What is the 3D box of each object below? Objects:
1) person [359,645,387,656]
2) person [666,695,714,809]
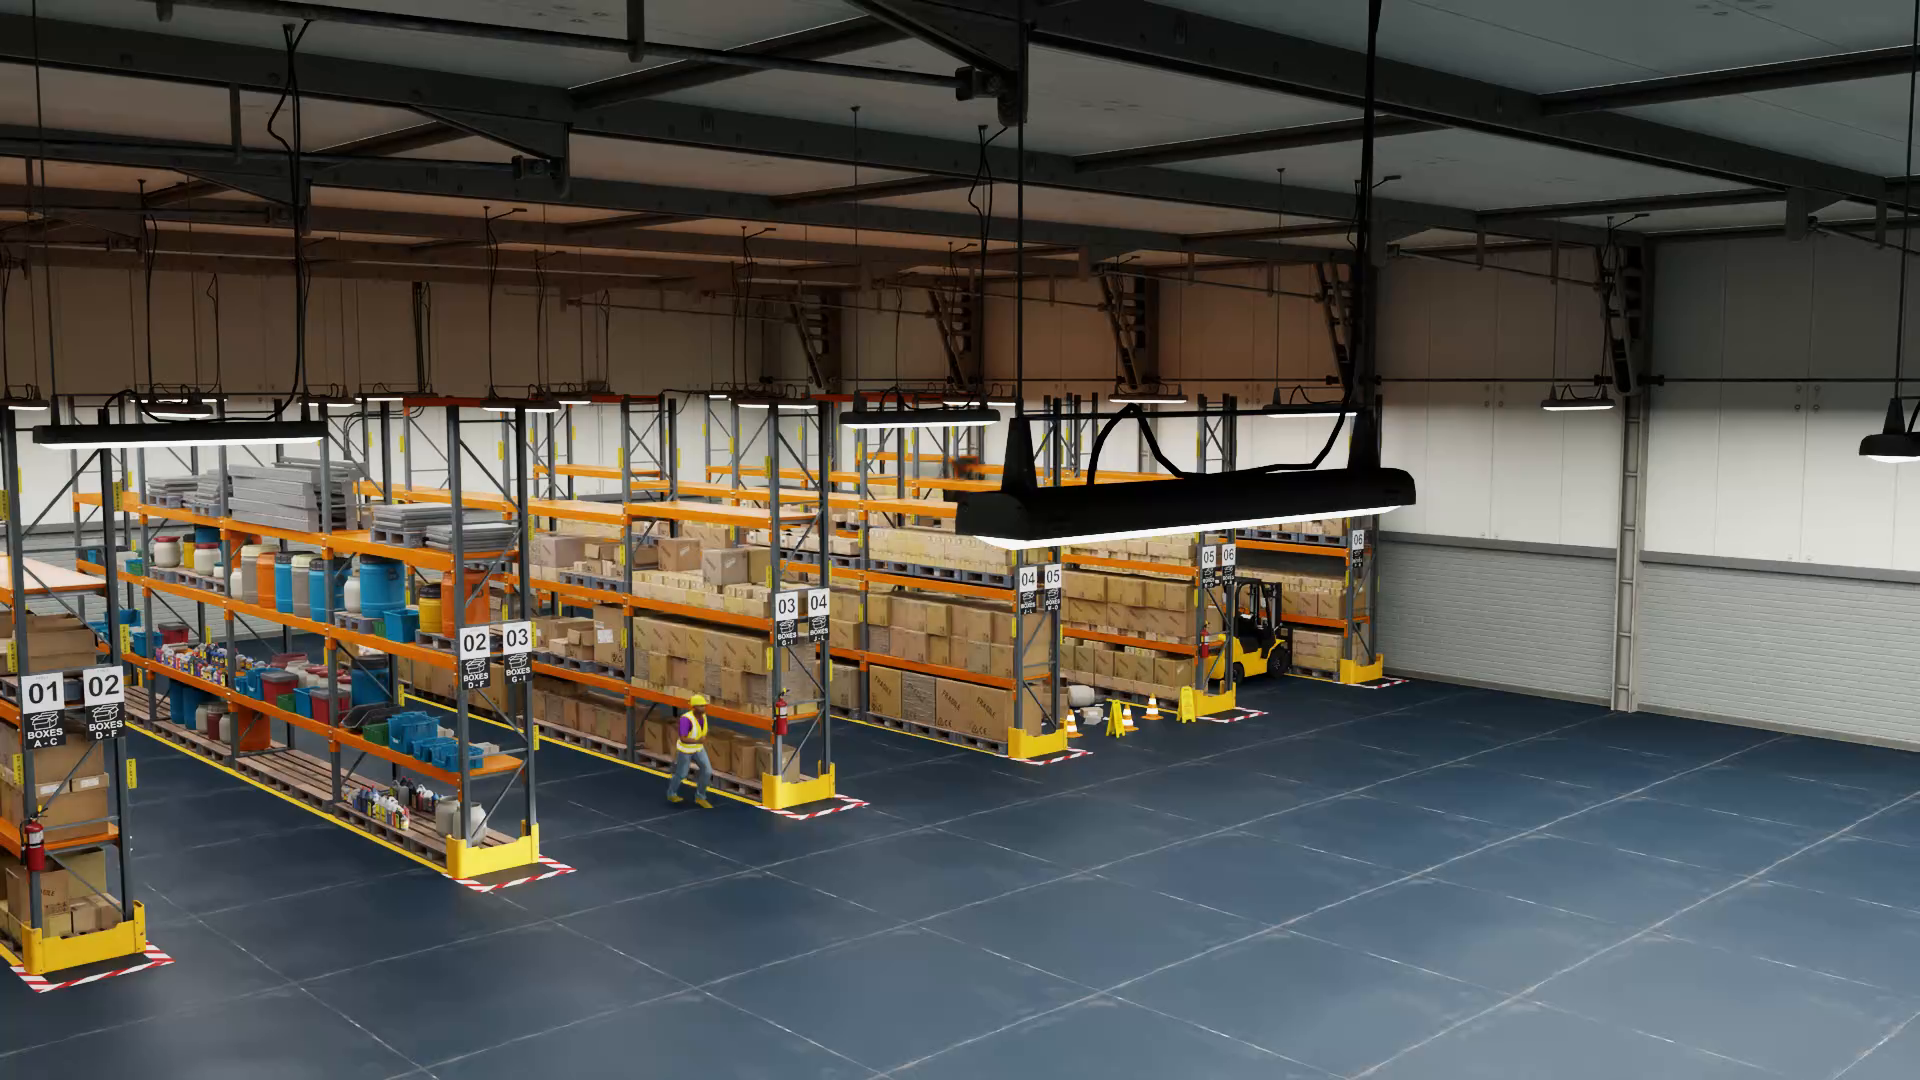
[{"bbox_3d":[-11.172,2.454,31.639,0.594,1.709,0.901,-4,7,-37],"label":"person"},{"bbox_3d":[-3.960,3.118,24.546,0.939,1.732,0.717,4,7,38],"label":"person"}]
